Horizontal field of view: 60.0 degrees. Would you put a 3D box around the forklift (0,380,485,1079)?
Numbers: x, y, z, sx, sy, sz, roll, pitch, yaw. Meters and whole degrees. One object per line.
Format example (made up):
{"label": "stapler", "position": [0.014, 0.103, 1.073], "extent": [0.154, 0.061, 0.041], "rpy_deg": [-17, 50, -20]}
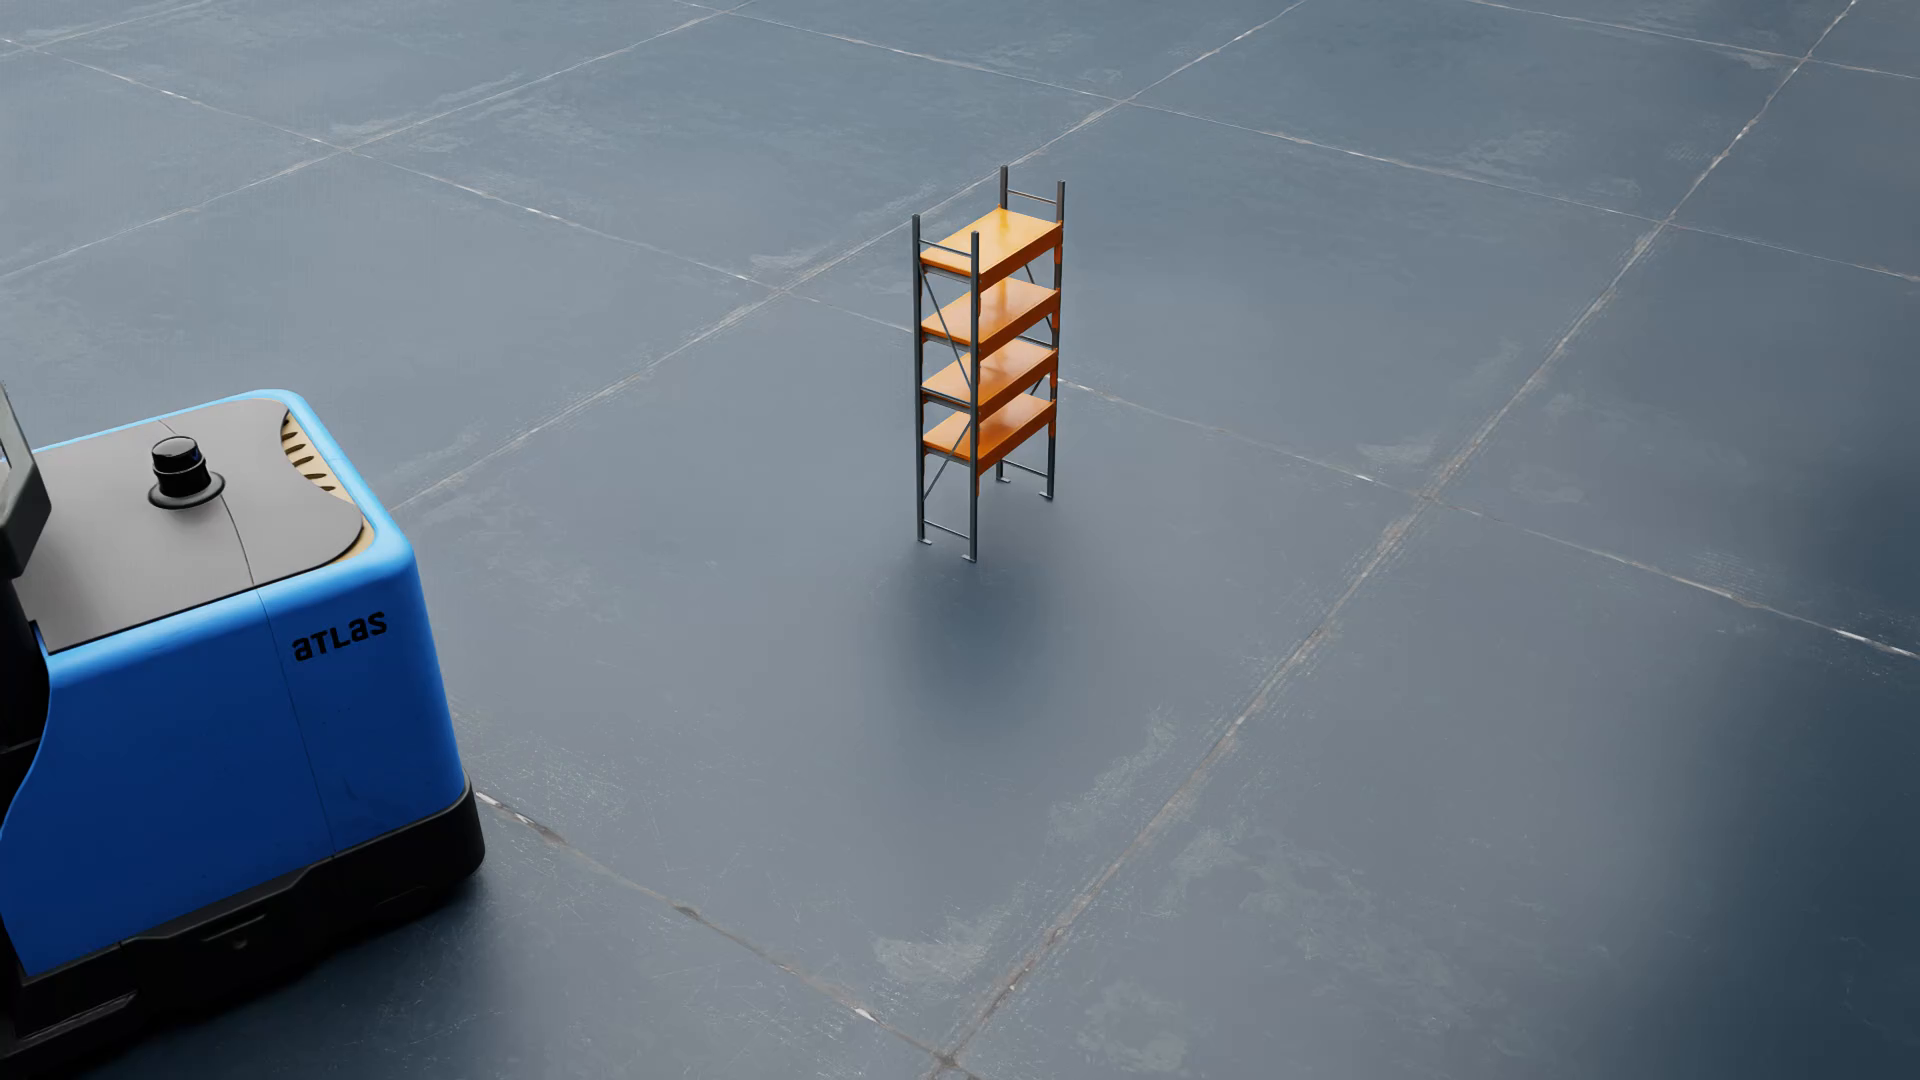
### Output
{"label": "forklift", "position": [-2.757, -0.063, 3.227], "extent": [3.031, 2.935, 1.130], "rpy_deg": [-21, 39, -28]}

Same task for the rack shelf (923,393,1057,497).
{"label": "rack shelf", "position": [0.094, -0.353, 5.675], "extent": [0.258, 0.148, 0.480], "rpy_deg": [21, 39, 28]}

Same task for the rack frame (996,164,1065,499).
{"label": "rack frame", "position": [0.234, -0.686, 5.693], "extent": [0.240, 1.200, 0.015], "rpy_deg": [21, 39, 28]}

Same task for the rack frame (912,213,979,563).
{"label": "rack frame", "position": [-0.045, -0.461, 5.361], "extent": [0.240, 1.200, 0.015], "rpy_deg": [21, 39, 28]}

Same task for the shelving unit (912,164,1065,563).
{"label": "shelving unit", "position": [0.094, -0.573, 5.527], "extent": [0.258, 1.200, 0.503], "rpy_deg": [21, 39, 28]}

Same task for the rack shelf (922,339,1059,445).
{"label": "rack shelf", "position": [0.094, -0.517, 5.564], "extent": [0.258, 0.148, 0.480], "rpy_deg": [21, 39, 28]}

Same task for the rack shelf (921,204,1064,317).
{"label": "rack shelf", "position": [0.094, -0.899, 5.306], "extent": [0.258, 0.148, 0.480], "rpy_deg": [21, 39, 28]}

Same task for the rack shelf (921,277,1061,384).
{"label": "rack shelf", "position": [0.094, -0.703, 5.439], "extent": [0.258, 0.148, 0.480], "rpy_deg": [21, 39, 28]}
